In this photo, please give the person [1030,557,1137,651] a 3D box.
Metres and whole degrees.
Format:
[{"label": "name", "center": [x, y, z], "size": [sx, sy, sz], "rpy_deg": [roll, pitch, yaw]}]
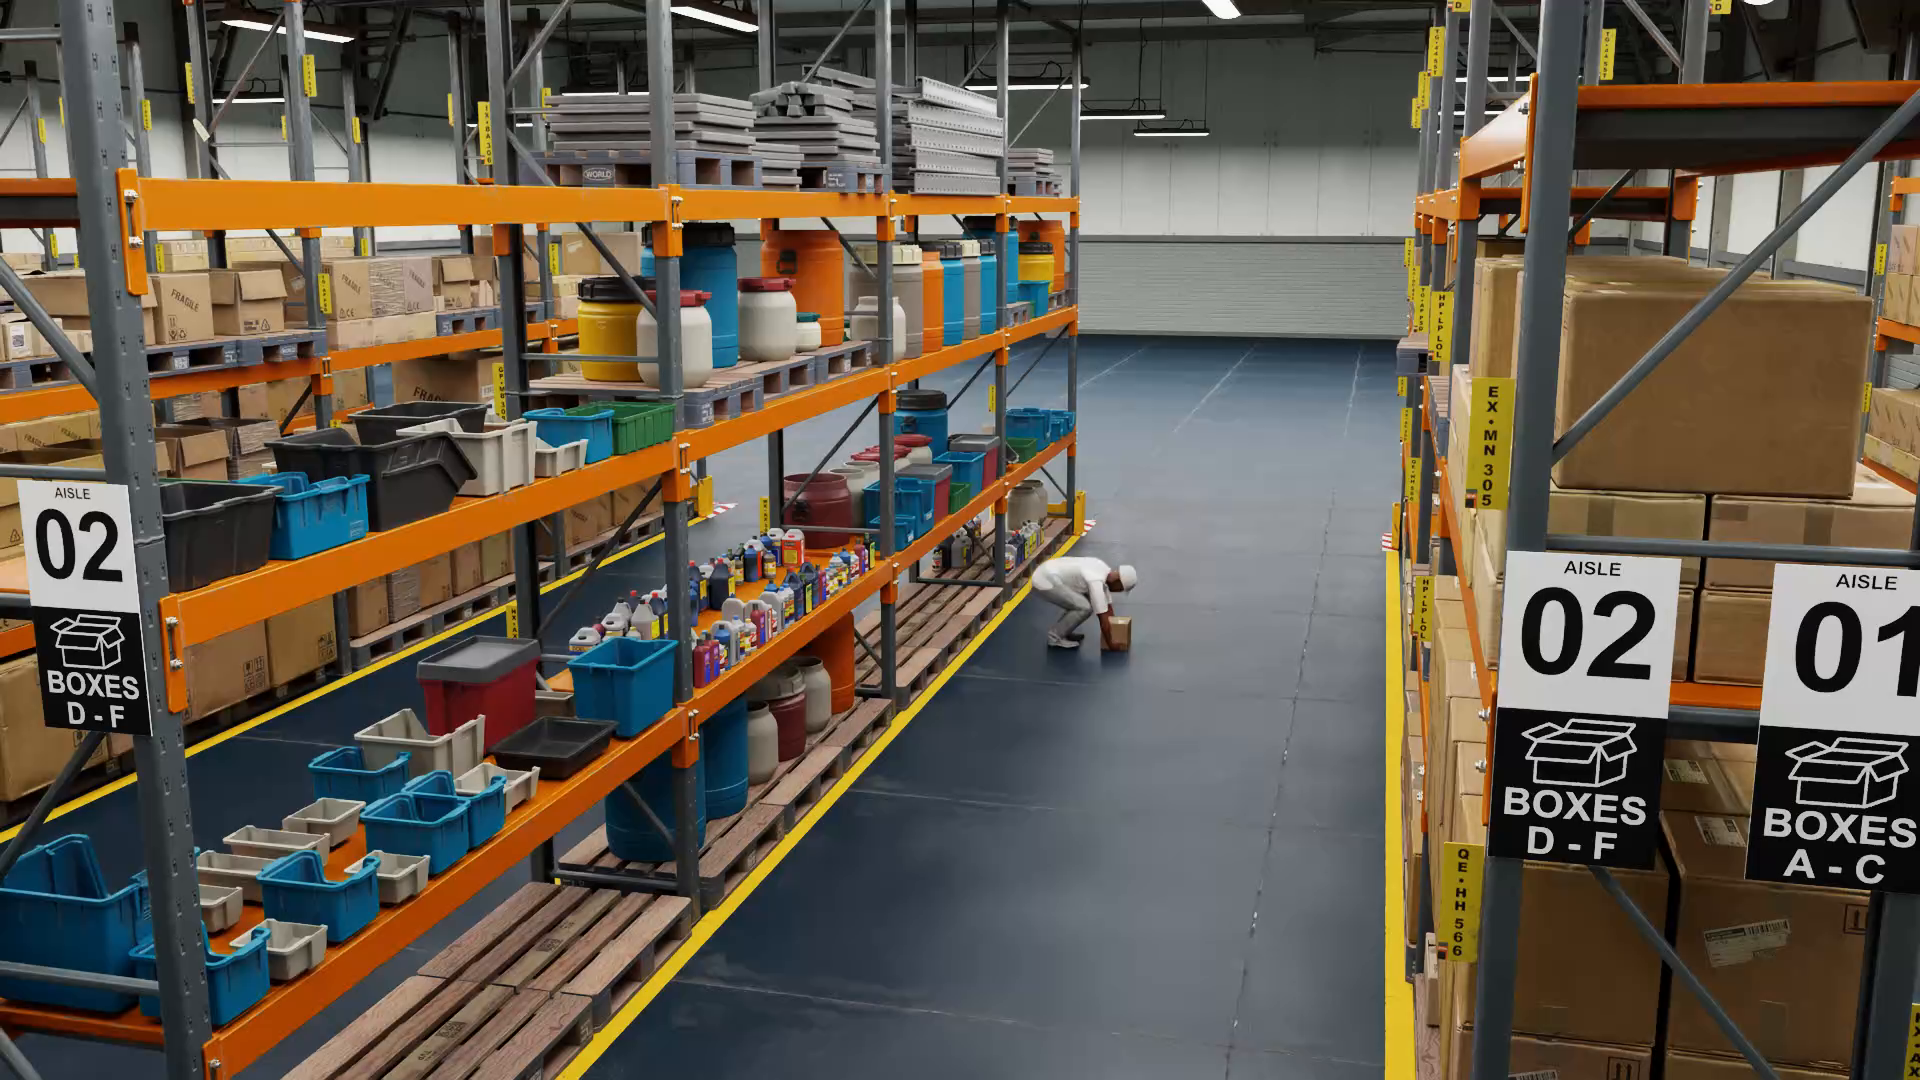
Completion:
[{"label": "person", "center": [1.152, 0.578, 15.452], "size": [0.980, 0.843, 0.518], "rpy_deg": [2, 12, 12]}]
